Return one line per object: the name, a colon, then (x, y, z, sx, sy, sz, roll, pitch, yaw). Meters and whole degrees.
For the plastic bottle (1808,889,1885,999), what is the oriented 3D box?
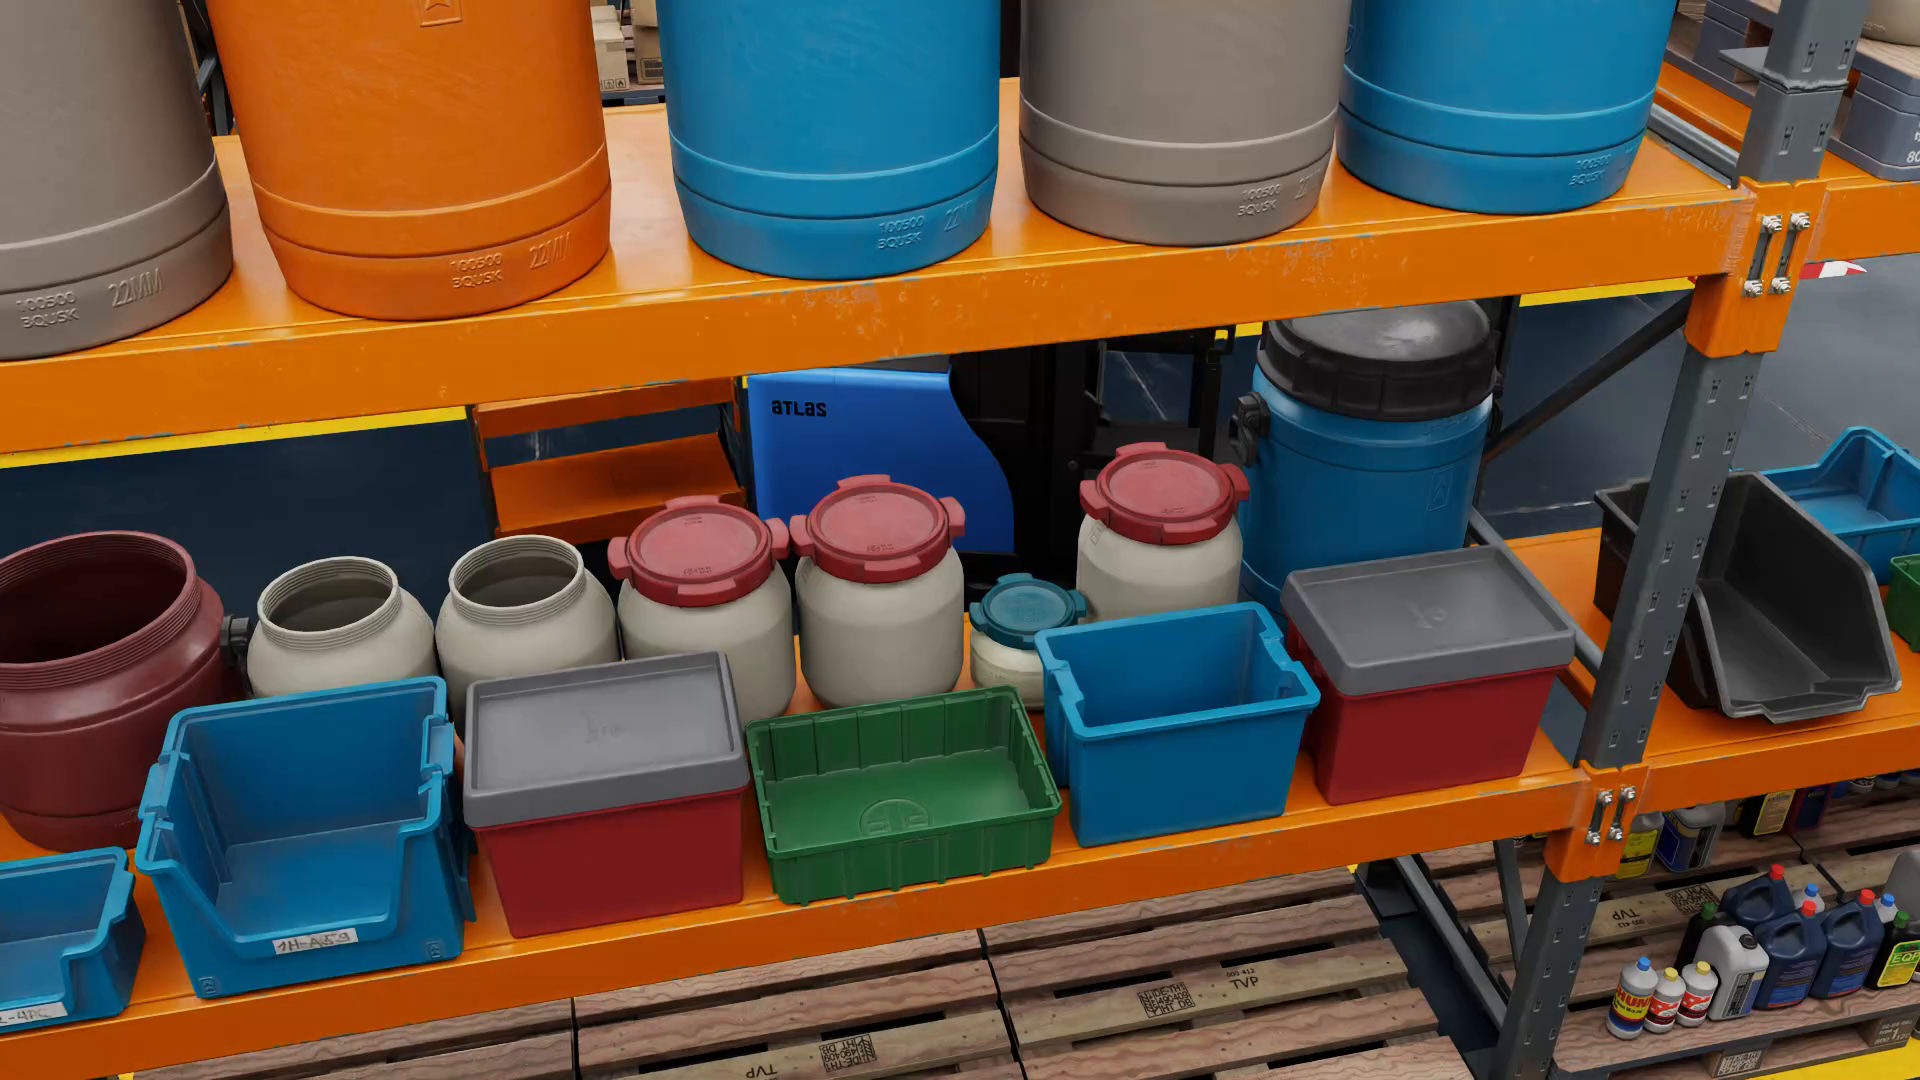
plastic bottle: (2.560, 1.155, 4.820, 0.185, 0.351, 0.144, -9, 35, -13)

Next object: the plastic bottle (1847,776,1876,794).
plastic bottle: (3.032, 0.742, 5.569, 0.097, 0.201, 0.097, 0, 34, 0)

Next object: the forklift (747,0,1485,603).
forklift: (0.719, -1.161, 6.350, 3.031, 2.935, 1.130, 3, 34, 5)

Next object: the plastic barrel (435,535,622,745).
plastic barrel: (-1.038, 0.285, 4.033, 0.421, 0.512, 0.421, 0, 34, 0)

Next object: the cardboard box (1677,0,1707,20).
cardboard box: (3.763, -3.162, 8.913, 0.500, 0.500, 0.875, -7, 35, -11)

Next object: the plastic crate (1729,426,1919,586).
plastic crate: (2.516, -0.088, 4.822, 0.616, 0.251, 0.499, -7, 35, -11)

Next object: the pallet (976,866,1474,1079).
pallet: (0.739, 1.410, 4.960, 1.213, 0.211, 1.003, -7, 35, -11)

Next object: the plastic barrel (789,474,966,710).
plastic barrel: (-0.201, 0.166, 4.188, 0.433, 0.535, 0.433, 0, 34, 0)

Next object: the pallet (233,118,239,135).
pallet: (-2.826, -2.132, 7.907, 1.003, 0.211, 1.213, -7, 35, -11)

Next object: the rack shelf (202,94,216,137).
rack shelf: (-5.448, -1.521, 7.471, 4.000, 0.370, 1.077, -7, 35, -11)

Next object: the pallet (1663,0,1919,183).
pallet: (2.179, -1.175, 3.786, 1.003, 0.211, 1.213, -7, 35, -11)

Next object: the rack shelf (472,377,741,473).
rack shelf: (-1.424, -0.595, 6.601, 1.000, 0.278, 0.538, -10, 35, -15)

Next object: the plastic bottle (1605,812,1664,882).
plastic bottle: (2.093, 0.894, 5.208, 0.185, 0.351, 0.144, -7, 35, -11)

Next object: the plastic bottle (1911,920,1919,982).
plastic bottle: (2.841, 1.195, 4.894, 0.097, 0.201, 0.097, 0, 34, 0)

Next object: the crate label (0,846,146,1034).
crate label: (-1.911, 0.847, 3.445, 0.416, 0.233, 0.303, -7, 35, -11)

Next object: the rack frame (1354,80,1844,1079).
rack frame: (1.497, 0.134, 4.358, 0.127, 3.000, 1.000, -7, 35, -11)

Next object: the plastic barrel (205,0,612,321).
plastic barrel: (-0.918, -0.861, 2.764, 0.708, 0.830, 0.600, -7, 35, -11)

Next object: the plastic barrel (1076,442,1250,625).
plastic barrel: (0.515, 0.076, 4.322, 0.433, 0.535, 0.433, 0, 34, 0)

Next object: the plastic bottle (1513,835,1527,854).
plastic bottle: (1.782, 0.900, 5.334, 0.097, 0.201, 0.097, 0, 34, 0)

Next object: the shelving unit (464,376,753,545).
shelving unit: (-1.424, -0.352, 6.764, 1.048, 1.125, 0.538, -10, 35, -15)

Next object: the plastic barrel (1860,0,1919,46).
plastic barrel: (1.960, -1.278, 3.294, 0.421, 0.512, 0.421, 0, 34, 0)

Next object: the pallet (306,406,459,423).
pallet: (-2.735, -1.003, 8.556, 1.213, 0.211, 1.003, -7, 35, -11)

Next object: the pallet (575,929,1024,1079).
pallet: (-0.453, 1.562, 4.733, 1.213, 0.211, 1.003, -7, 35, -11)

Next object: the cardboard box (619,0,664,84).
cardboard box: (-1.267, -2.512, 7.831, 0.637, 0.503, 0.797, -4, 34, -6)

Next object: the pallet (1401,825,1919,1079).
pallet: (2.161, 1.232, 5.224, 1.213, 0.211, 1.003, -7, 35, -11)

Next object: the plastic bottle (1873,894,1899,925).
plastic bottle: (2.695, 1.149, 4.899, 0.097, 0.271, 0.097, 0, 34, 0)

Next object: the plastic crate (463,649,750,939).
plastic crate: (-0.761, 0.567, 3.656, 0.583, 0.464, 0.402, -7, 35, -11)

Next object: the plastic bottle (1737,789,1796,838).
plastic bottle: (2.611, 0.833, 5.360, 0.133, 0.283, 0.061, -7, 35, -11)

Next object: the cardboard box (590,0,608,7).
cardboard box: (-3.027, -4.150, 12.384, 0.750, 0.750, 1.050, -7, 34, -10)

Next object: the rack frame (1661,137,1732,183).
rack frame: (4.305, -3.049, 9.102, 0.127, 3.000, 1.000, -7, 35, -11)

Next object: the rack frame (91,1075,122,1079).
rack frame: (-2.406, 0.624, 3.628, 0.053, 2.616, 0.949, -7, 35, -11)

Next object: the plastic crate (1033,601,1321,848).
plastic crate: (0.489, 0.446, 3.908, 0.575, 0.384, 0.392, -7, 35, -11)

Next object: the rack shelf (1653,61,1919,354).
rack shelf: (3.447, -1.058, 4.089, 4.000, 0.370, 1.077, -7, 35, -11)

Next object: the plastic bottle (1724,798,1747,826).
plastic bottle: (2.563, 0.752, 5.419, 0.185, 0.351, 0.144, -7, 35, -11)

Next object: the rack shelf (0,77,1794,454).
rack shelf: (-0.454, -0.567, 3.356, 4.000, 0.370, 1.077, -7, 35, -11)

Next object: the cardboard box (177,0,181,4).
cardboard box: (-5.593, -3.927, 11.604, 0.500, 0.250, 0.500, -7, 34, -10)

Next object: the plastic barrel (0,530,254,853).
plastic barrel: (-2.019, 0.348, 3.918, 0.708, 0.536, 0.600, -7, 35, -11)

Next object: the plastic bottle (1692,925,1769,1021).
plastic bottle: (2.213, 1.227, 4.779, 0.135, 0.276, 0.152, -6, 34, -9)

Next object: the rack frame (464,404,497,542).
rack frame: (-1.907, -0.264, 6.633, 0.032, 1.125, 0.500, -10, 35, -15)

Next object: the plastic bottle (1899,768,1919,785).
plastic bottle: (3.227, 0.688, 5.586, 0.097, 0.271, 0.097, 0, 34, 0)

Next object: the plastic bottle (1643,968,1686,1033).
plastic bottle: (2.003, 1.300, 4.737, 0.097, 0.201, 0.097, 0, 34, 0)

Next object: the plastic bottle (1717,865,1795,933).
plastic bottle: (2.344, 1.100, 4.902, 0.185, 0.351, 0.144, -7, 35, -11)

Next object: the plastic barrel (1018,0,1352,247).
plastic barrel: (0.410, -1.059, 2.994, 0.600, 0.901, 0.600, 0, 34, 0)
